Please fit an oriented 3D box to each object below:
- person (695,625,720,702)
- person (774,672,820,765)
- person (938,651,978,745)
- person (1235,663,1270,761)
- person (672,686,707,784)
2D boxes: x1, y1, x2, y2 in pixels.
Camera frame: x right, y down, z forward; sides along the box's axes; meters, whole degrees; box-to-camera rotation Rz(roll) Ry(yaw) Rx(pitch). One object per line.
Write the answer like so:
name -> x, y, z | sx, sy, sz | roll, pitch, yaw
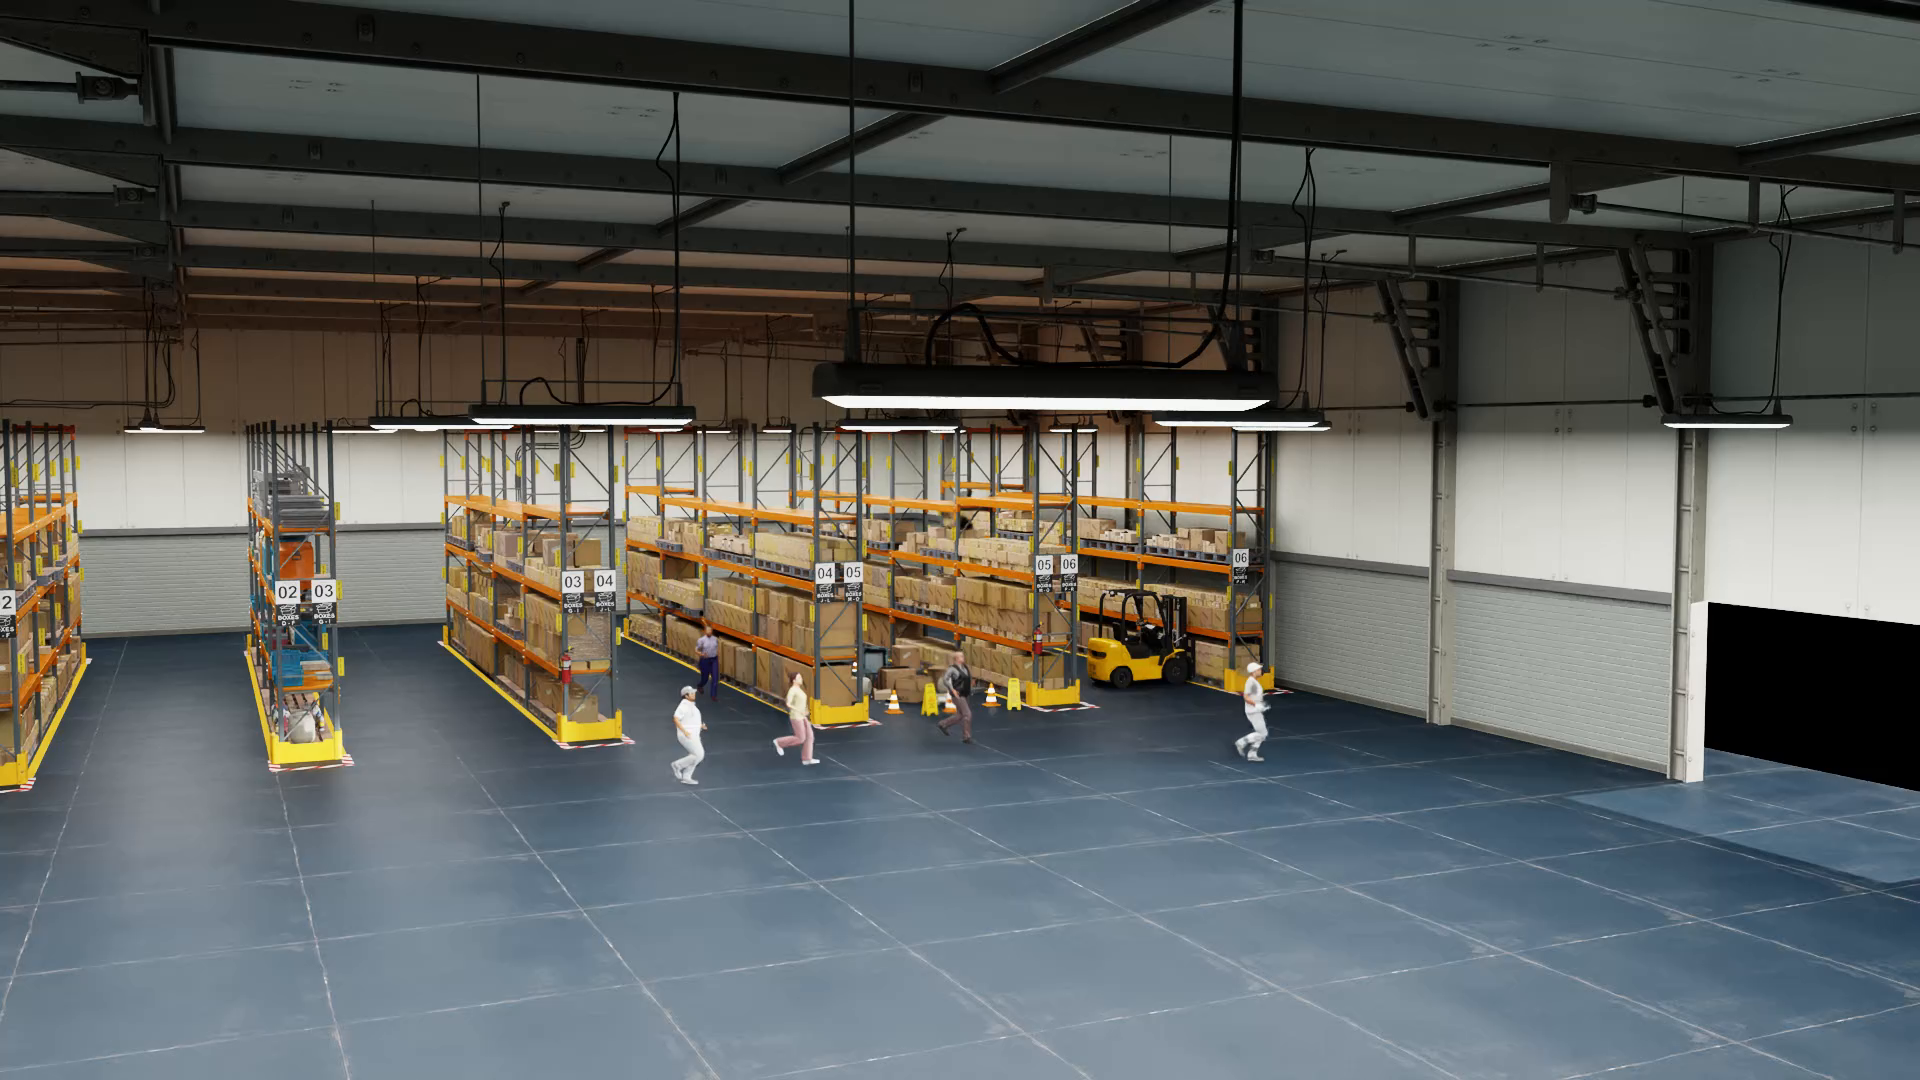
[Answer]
person -> -5.449, 2.661, 36.038 | 0.607, 1.640, 0.849 | -2, 4, -29
person -> -2.833, 3.105, 29.005 | 0.810, 1.633, 0.592 | 1, 4, 13
person -> -0.029, 2.932, 31.031 | 0.850, 1.729, 0.653 | 2, 4, 27
person -> 5.144, 3.022, 29.233 | 0.587, 1.741, 0.639 | 1, 4, 15
person -> -4.441, 3.210, 27.329 | 0.549, 1.627, 0.615 | 0, 4, 3
